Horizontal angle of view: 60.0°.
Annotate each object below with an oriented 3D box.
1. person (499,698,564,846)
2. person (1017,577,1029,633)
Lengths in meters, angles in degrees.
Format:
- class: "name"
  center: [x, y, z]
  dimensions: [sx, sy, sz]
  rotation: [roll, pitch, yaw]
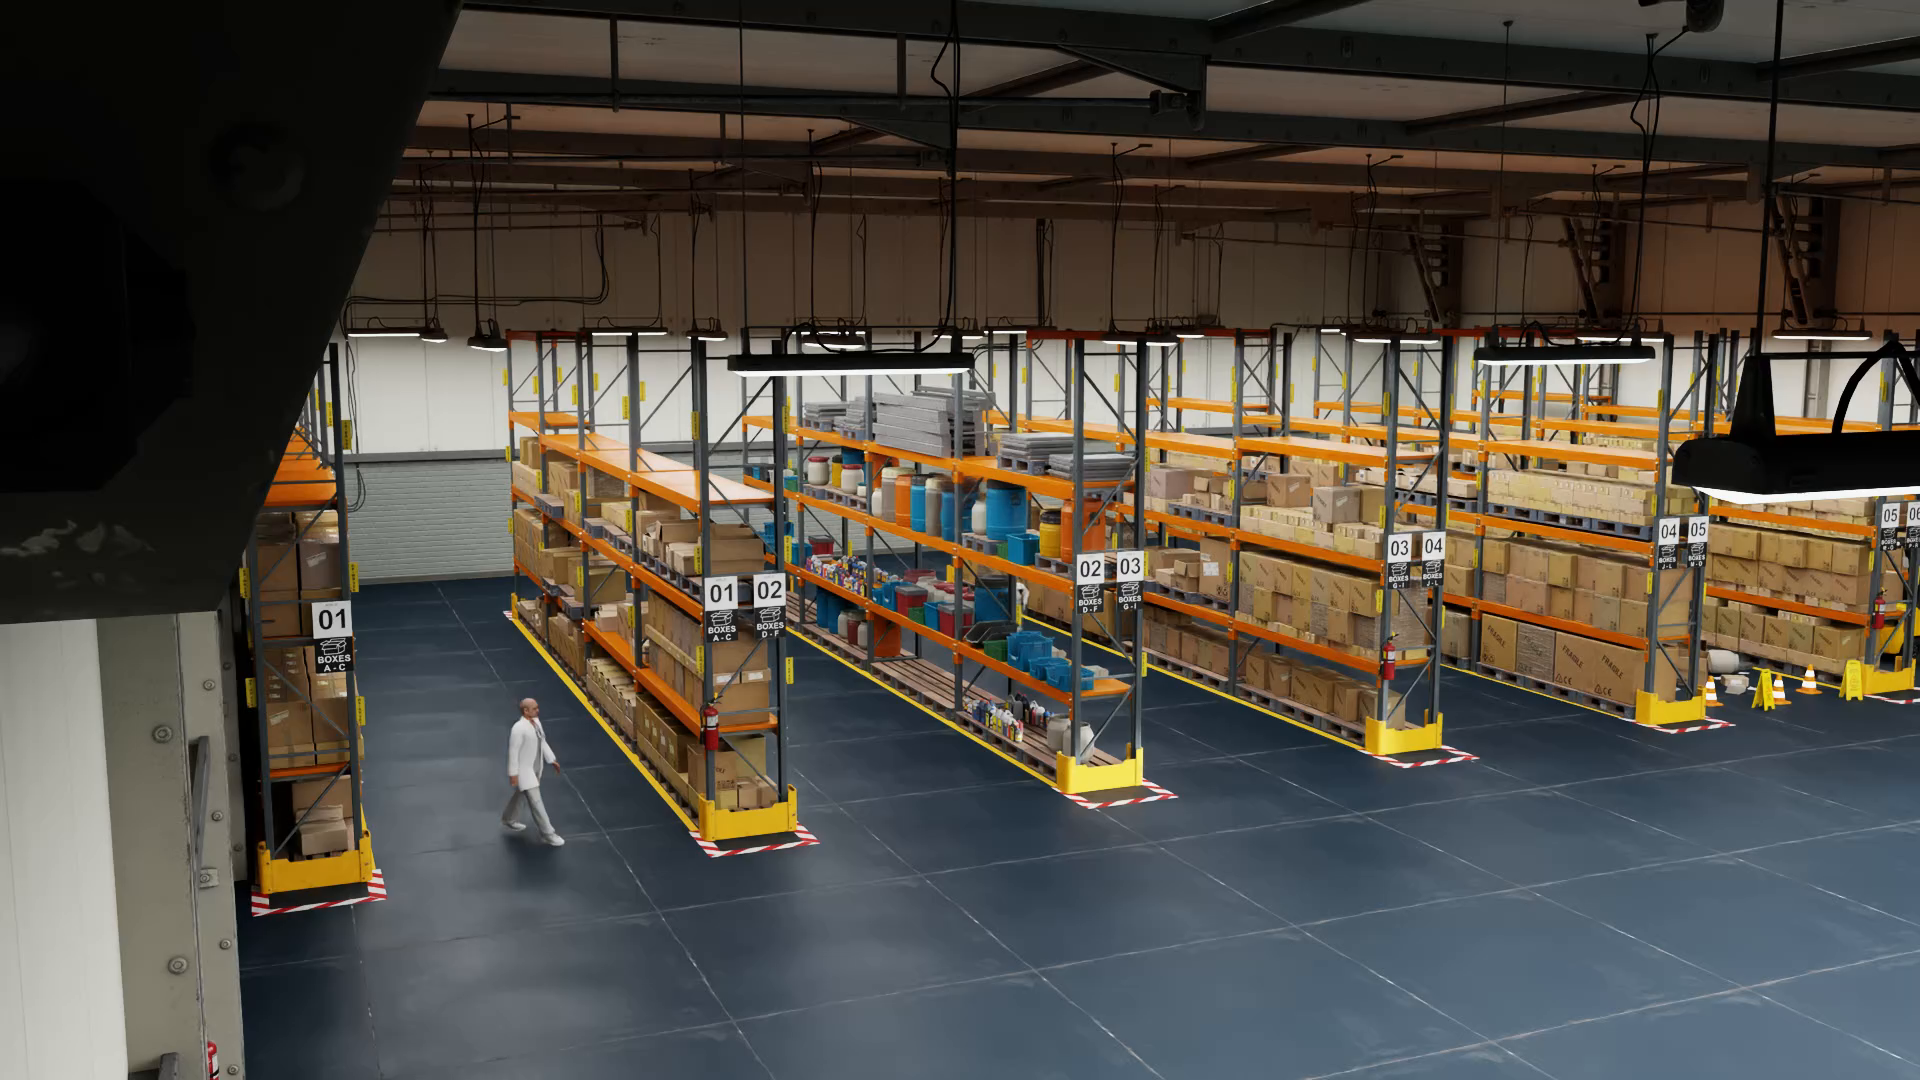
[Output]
- class: "person"
  center: [-5.150, 2.738, 19.989]
  dimensions: [1.174, 1.705, 0.673]
  rotation: [4, 9, 27]
- class: "person"
  center: [0.988, 1.327, 31.032]
  dimensions: [0.656, 1.607, 0.695]
  rotation: [-2, 8, -14]
